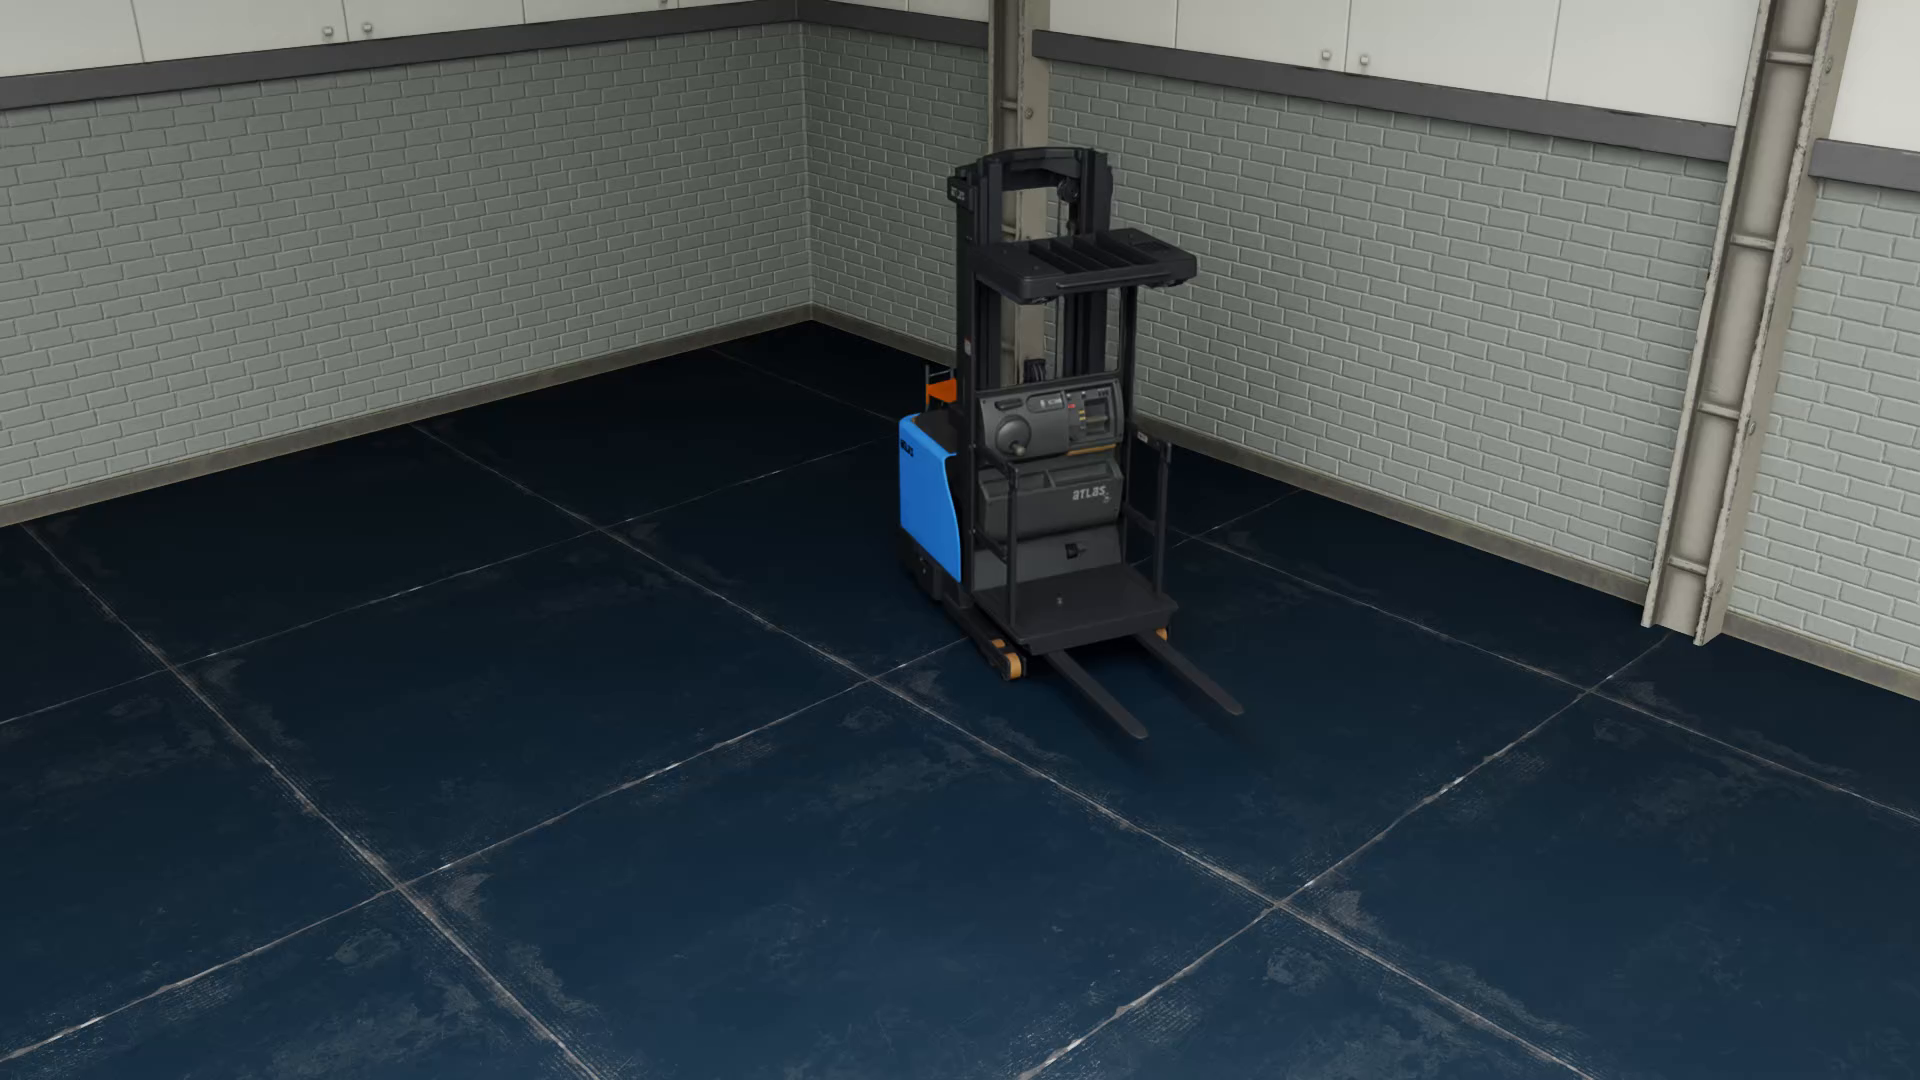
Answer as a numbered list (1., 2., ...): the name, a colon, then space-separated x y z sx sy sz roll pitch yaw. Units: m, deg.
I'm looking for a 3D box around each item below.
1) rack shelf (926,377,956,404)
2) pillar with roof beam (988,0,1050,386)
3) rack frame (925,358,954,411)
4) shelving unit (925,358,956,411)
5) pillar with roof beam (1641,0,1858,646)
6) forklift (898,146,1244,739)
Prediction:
1. rack shelf: 0.009 -0.973 11.491 0.258 0.148 0.480 -18 30 -34
2. pillar with roof beam: -2.673 -4.136 9.973 9.100 9.000 0.400 -21 32 -38
3. rack frame: -0.142 -0.695 11.828 0.240 1.200 0.015 -18 30 -34
4. shelving unit: 0.009 -0.616 11.655 0.258 1.200 0.503 -18 30 -34
5. pillar with roof beam: 1.428 -2.318 5.989 9.100 9.000 0.400 -21 32 -38
6. forklift: 0.643 -0.700 9.753 1.130 2.935 3.031 -11 27 -22
